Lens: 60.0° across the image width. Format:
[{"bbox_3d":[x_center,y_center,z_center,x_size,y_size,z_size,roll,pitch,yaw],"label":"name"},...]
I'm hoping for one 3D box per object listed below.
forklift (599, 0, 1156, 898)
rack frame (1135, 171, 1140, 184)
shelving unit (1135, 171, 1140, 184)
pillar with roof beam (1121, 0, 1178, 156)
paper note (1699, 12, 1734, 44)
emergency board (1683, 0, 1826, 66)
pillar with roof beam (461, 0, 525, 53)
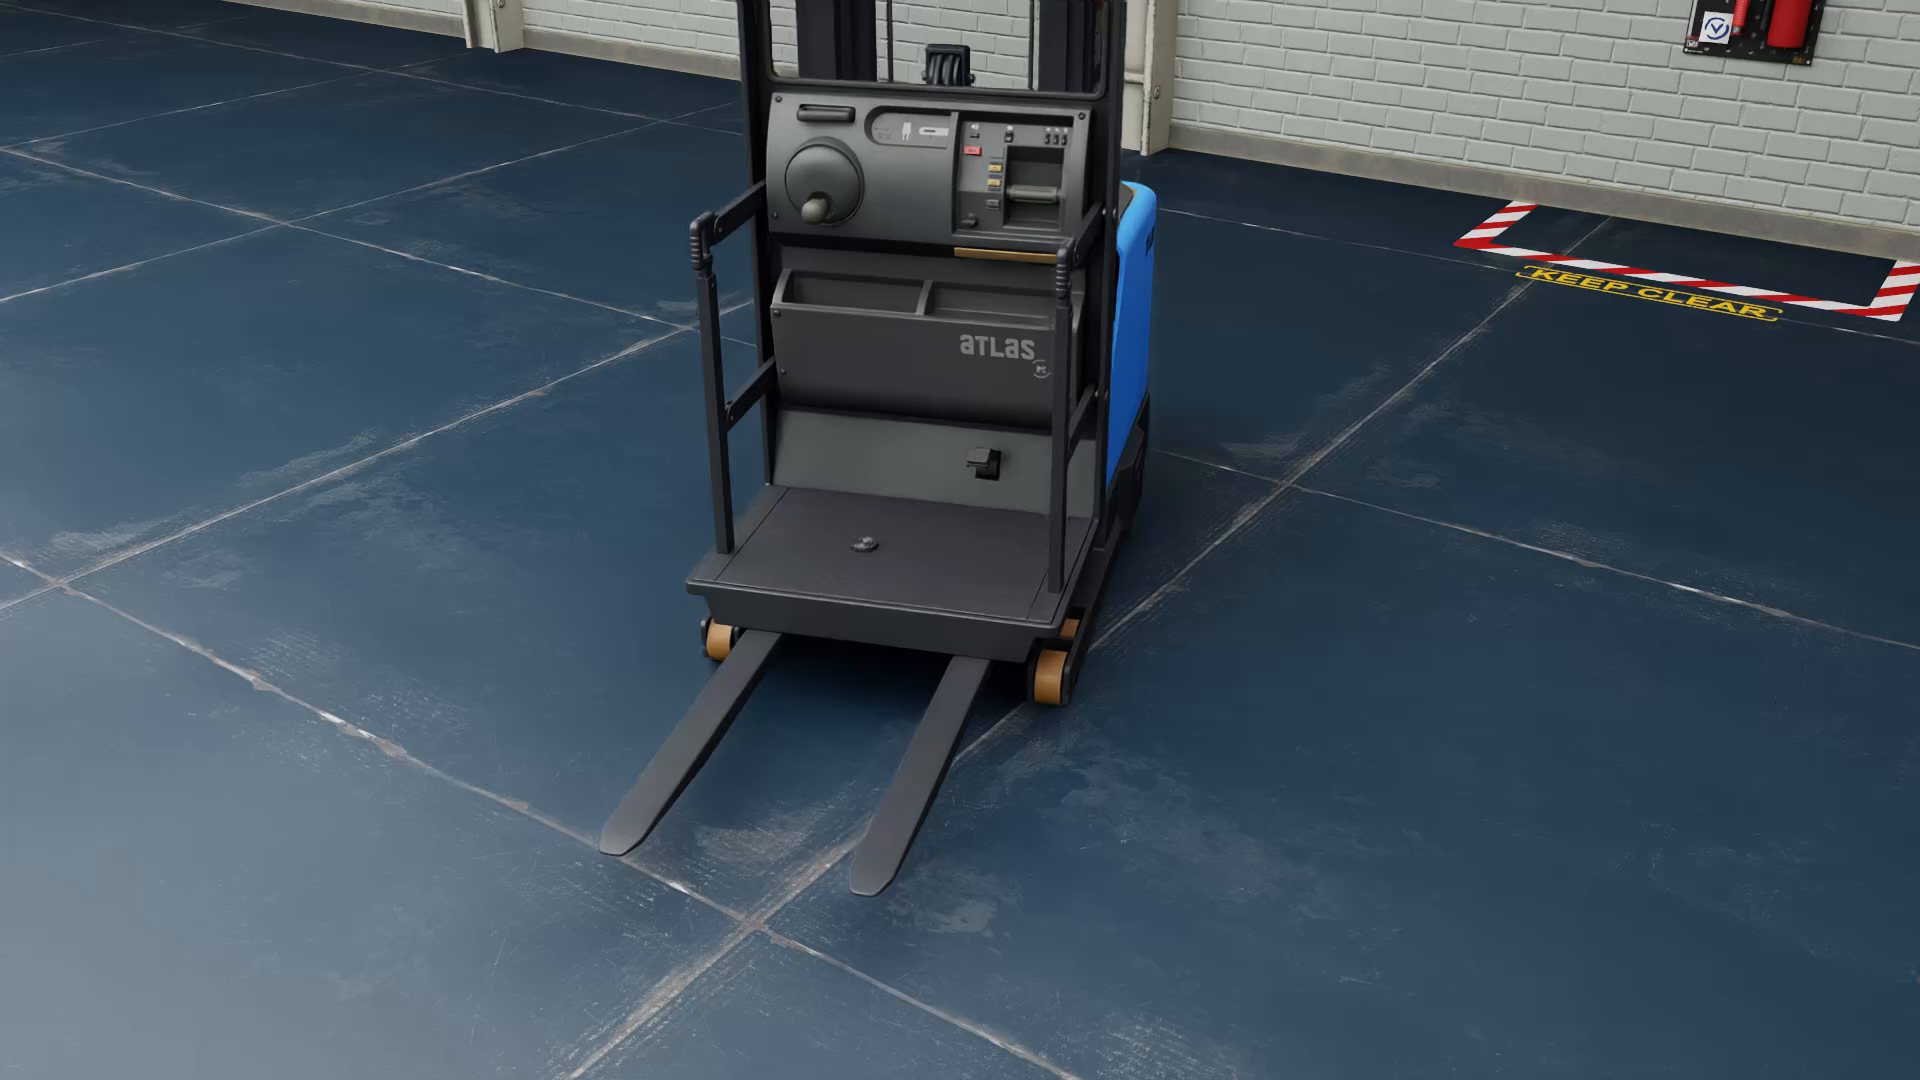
[{"bbox_3d":[-0.147,-1.017,4.518,1.130,2.935,3.031,6,28,12],"label":"forklift"},{"bbox_3d":[0.585,-0.854,6.271,0.200,1.050,0.008,-23,35,-37],"label":"rack frame"},{"bbox_3d":[0.502,-0.895,6.351,0.215,1.050,0.252,-23,35,-37],"label":"shelving unit"},{"bbox_3d":[-1.326,-4.942,5.540,0.400,9.000,9.100,17,32,30],"label":"pillar with roof beam"},{"bbox_3d":[3.934,-2.665,8.650,0.142,0.148,0.016,17,32,30],"label":"paper note"},{"bbox_3d":[4.041,-2.986,8.310,0.643,1.169,0.194,17,32,30],"label":"emergency board"},{"bbox_3d":[-6.272,-6.483,8.567,0.400,9.000,9.100,17,32,30],"label":"pillar with roof beam"}]
